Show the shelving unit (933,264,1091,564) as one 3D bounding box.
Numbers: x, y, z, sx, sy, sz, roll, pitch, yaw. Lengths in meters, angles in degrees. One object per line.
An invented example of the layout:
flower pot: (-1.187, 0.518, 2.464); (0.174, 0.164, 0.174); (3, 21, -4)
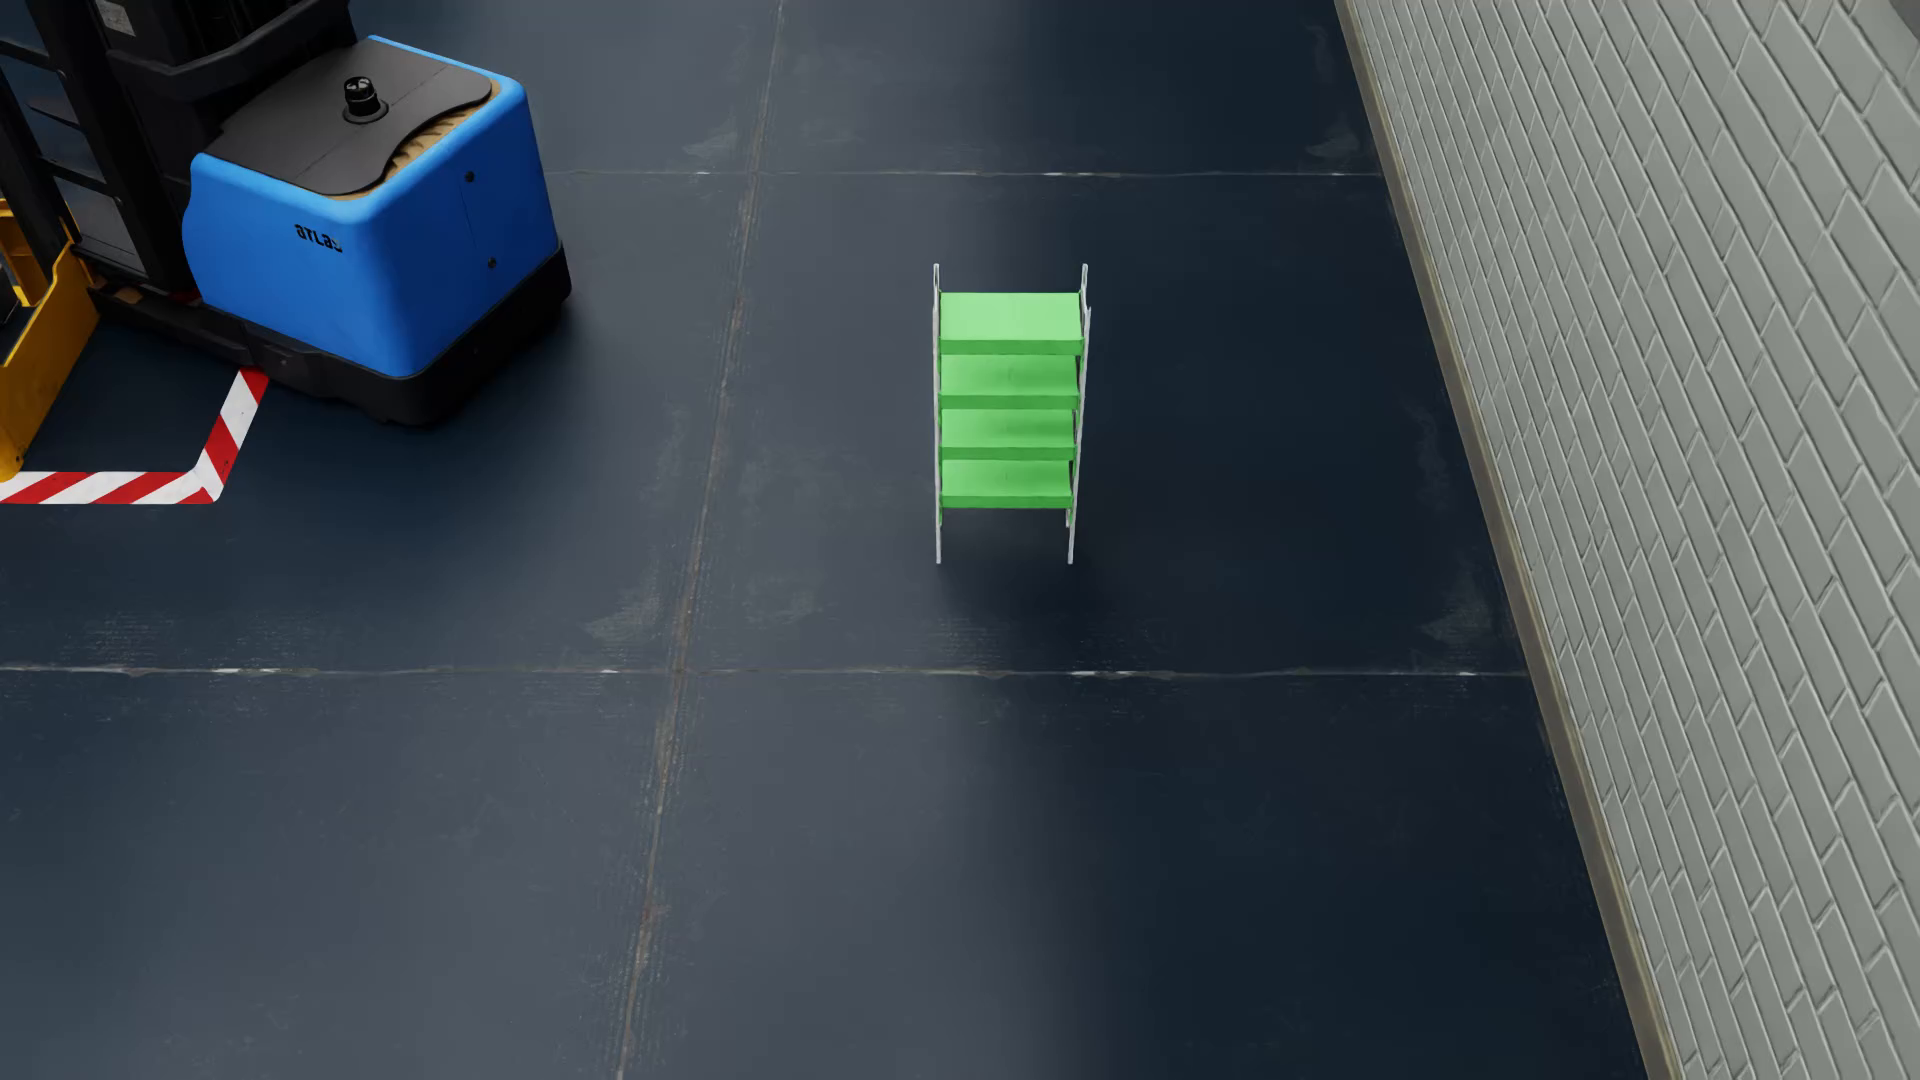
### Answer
shelving unit: (0.166, -0.408, 5.810); (0.503, 1.200, 0.258); (0, 47, 0)

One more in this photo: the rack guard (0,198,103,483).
rack guard: (-3.849, -0.816, 6.668); (0.348, 0.500, 1.175); (0, 47, 0)

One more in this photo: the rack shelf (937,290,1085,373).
rack shelf: (0.166, -0.692, 5.506); (0.480, 0.148, 0.258); (0, 47, 0)

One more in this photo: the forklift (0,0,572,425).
forklift: (-3.217, -2.230, 6.323); (3.031, 2.935, 1.130); (21, 50, 18)

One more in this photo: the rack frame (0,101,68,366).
rack frame: (-3.773, -1.667, 5.753); (0.127, 3.000, 1.000); (0, 47, 0)

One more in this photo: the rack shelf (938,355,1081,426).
rack shelf: (0.166, -0.528, 5.681); (0.480, 0.148, 0.258); (0, 47, 0)

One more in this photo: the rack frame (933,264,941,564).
rack frame: (-0.078, -0.409, 5.811); (0.015, 1.200, 0.240); (0, 47, 0)

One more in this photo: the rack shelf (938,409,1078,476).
rack shelf: (0.166, -0.365, 5.857); (0.480, 0.148, 0.258); (0, 47, 0)

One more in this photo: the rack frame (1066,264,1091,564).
rack frame: (0.410, -0.408, 5.810); (0.015, 1.200, 0.240); (0, 47, 0)

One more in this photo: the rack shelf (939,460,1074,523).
rack shelf: (0.166, -0.201, 6.033); (0.480, 0.148, 0.258); (0, 47, 0)

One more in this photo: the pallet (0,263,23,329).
pallet: (-4.661, -0.746, 6.800); (1.213, 0.211, 1.003); (0, 47, 0)
